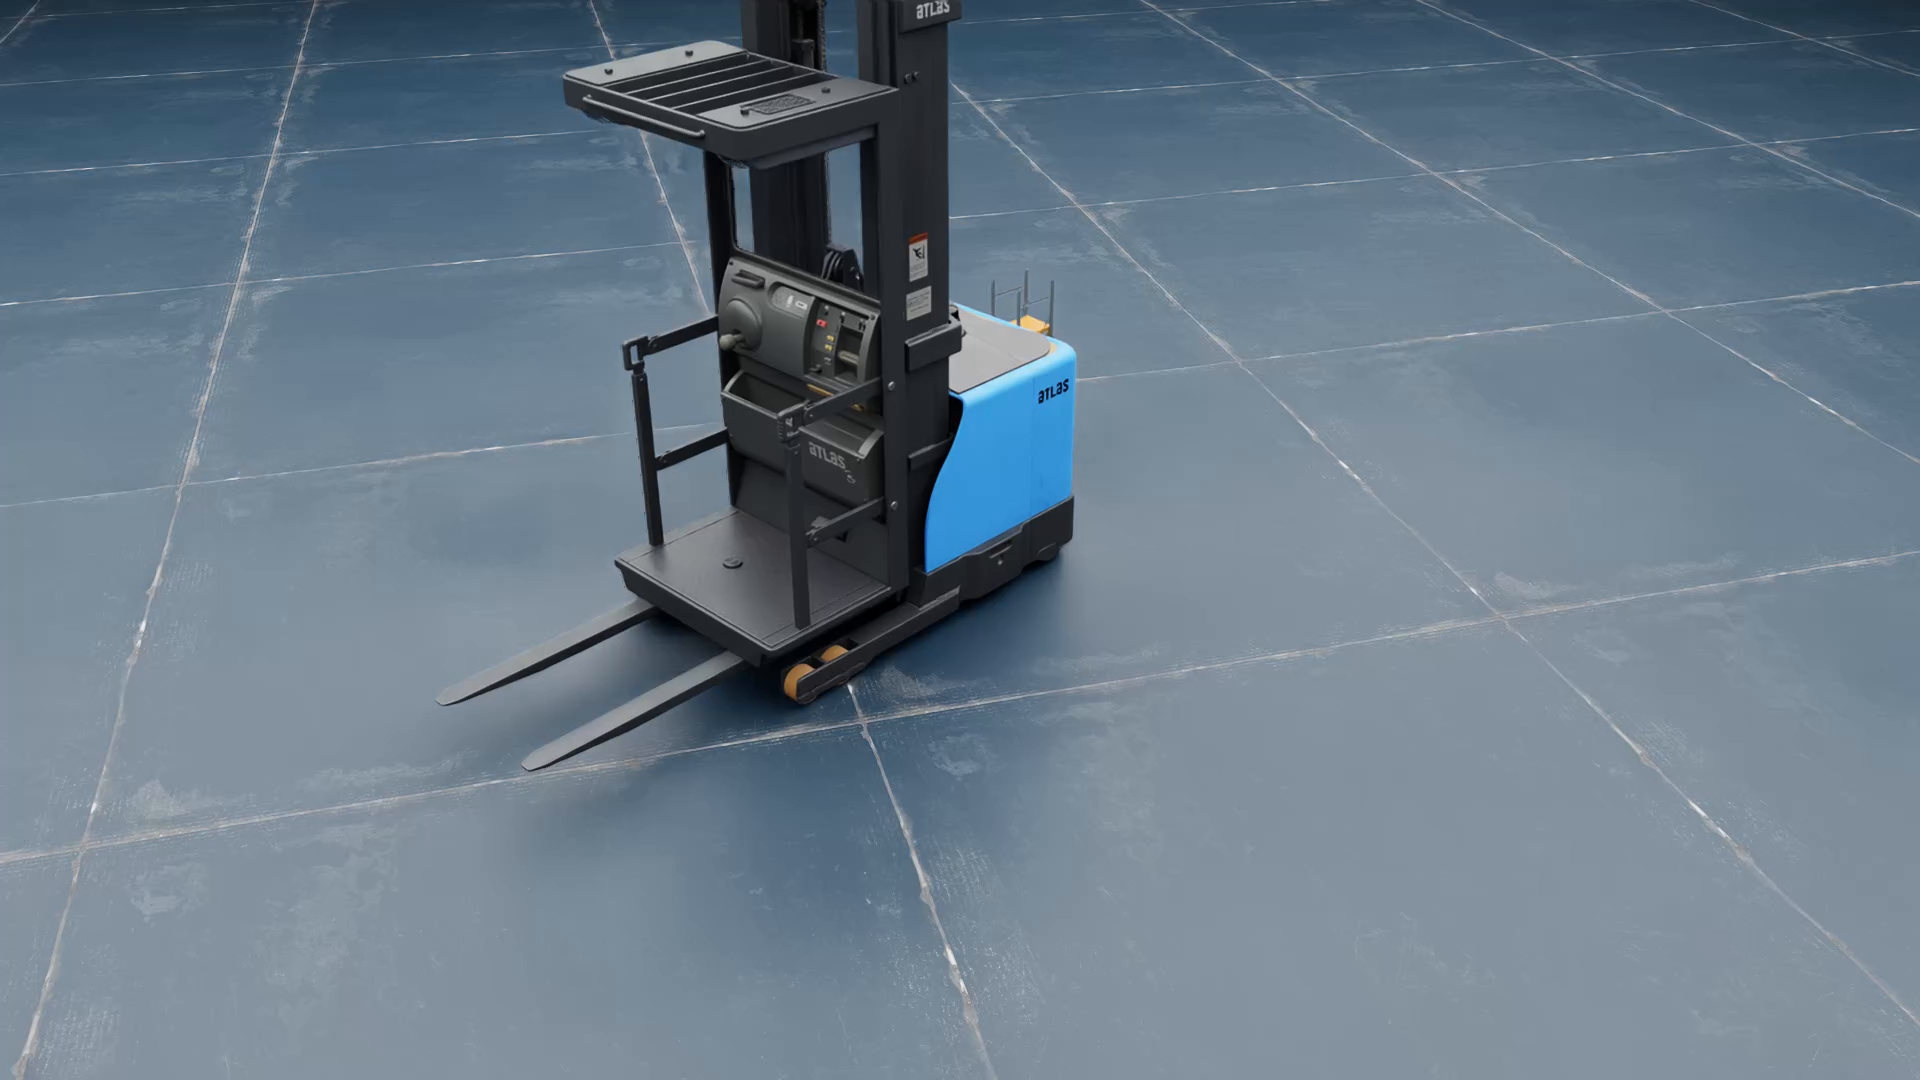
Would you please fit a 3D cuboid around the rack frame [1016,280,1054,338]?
[{"bbox_3d":[0.363,-0.697,8.257,0.240,1.200,0.006,-23,37,-35],"label":"rack frame"}]

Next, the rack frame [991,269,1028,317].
[{"bbox_3d":[0.243,-0.766,8.376,0.240,1.200,0.006,-23,37,-35],"label":"rack frame"}]

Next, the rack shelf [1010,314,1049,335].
[{"bbox_3d":[0.303,-1.005,8.158,0.258,0.103,0.180,-23,37,-35],"label":"rack shelf"}]

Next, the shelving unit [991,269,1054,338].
[{"bbox_3d":[0.303,-0.732,8.316,0.258,1.200,0.189,-23,37,-35],"label":"shelving unit"}]

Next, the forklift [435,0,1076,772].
[{"bbox_3d":[-0.829,-0.865,6.818,1.130,2.935,3.031,26,39,37],"label":"forklift"}]
